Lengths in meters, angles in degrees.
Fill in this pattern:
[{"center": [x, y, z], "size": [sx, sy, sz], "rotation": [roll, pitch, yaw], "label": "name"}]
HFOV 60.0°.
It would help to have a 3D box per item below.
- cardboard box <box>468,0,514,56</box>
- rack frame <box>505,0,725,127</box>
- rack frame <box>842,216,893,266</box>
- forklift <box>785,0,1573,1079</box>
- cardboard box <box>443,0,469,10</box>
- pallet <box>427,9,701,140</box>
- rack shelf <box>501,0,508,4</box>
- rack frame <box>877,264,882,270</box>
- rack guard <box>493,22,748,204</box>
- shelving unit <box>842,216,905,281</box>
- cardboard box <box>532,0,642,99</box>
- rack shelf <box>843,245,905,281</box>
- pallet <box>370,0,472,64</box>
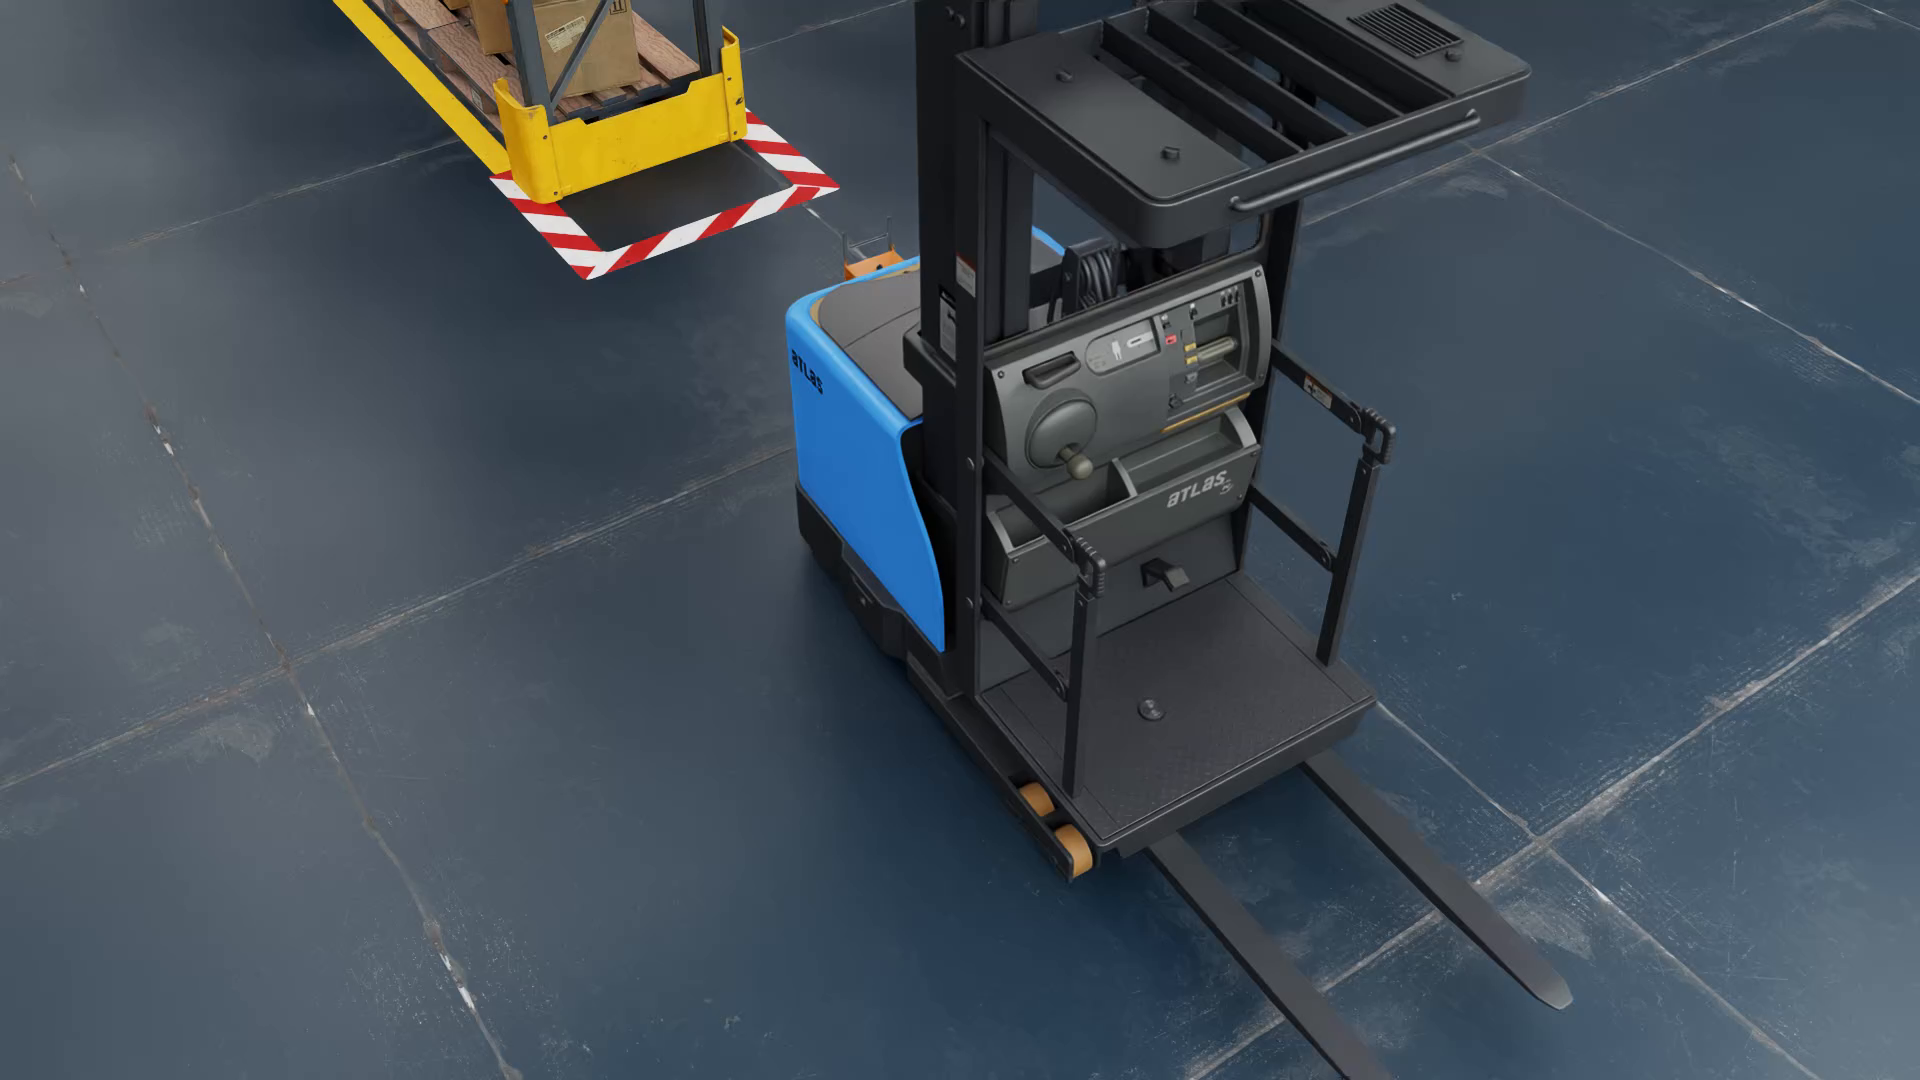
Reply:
[{"center": [-2.295, -2.888, 8.609], "size": [0.500, 0.500, 0.500], "rotation": [-14, 45, -14], "label": "cardboard box"}, {"center": [-1.582, -2.955, 7.173], "size": [1.000, 3.000, 0.127], "rotation": [-26, 49, -24], "label": "rack frame"}, {"center": [-0.330, -0.742, 6.267], "size": [0.200, 1.050, 0.008], "rotation": [-23, 48, -23], "label": "rack frame"}, {"center": [0.610, -0.389, 4.535], "size": [1.130, 2.935, 3.031], "rotation": [-23, 48, -23], "label": "forklift"}, {"center": [-2.638, -3.250, 8.988], "size": [0.500, 0.500, 0.500], "rotation": [-21, 48, -21], "label": "cardboard box"}, {"center": [-2.061, -2.464, 8.678], "size": [1.003, 0.211, 1.213], "rotation": [-26, 49, -24], "label": "pallet"}, {"center": [-2.726, -3.828, 8.608], "size": [1.077, 0.370, 4.000], "rotation": [-26, 49, -24], "label": "rack shelf"}, {"center": [-0.200, -0.599, 6.117], "size": [0.200, 1.050, 0.008], "rotation": [-23, 48, -23], "label": "rack frame"}, {"center": [-1.625, -2.094, 8.081], "size": [1.175, 0.500, 0.348], "rotation": [-26, 49, -24], "label": "rack guard"}, {"center": [-0.265, -0.670, 6.192], "size": [0.215, 1.050, 0.252], "rotation": [-23, 48, -23], "label": "shelving unit"}, {"center": [-1.925, -2.563, 8.269], "size": [0.500, 0.500, 0.500], "rotation": [-17, 46, -17], "label": "cardboard box"}, {"center": [-0.265, -0.868, 6.003], "size": [0.215, 0.259, 0.240], "rotation": [-23, 48, -23], "label": "rack shelf"}, {"center": [-2.755, -3.154, 9.401], "size": [1.003, 0.211, 1.213], "rotation": [-26, 49, -24], "label": "pallet"}]
